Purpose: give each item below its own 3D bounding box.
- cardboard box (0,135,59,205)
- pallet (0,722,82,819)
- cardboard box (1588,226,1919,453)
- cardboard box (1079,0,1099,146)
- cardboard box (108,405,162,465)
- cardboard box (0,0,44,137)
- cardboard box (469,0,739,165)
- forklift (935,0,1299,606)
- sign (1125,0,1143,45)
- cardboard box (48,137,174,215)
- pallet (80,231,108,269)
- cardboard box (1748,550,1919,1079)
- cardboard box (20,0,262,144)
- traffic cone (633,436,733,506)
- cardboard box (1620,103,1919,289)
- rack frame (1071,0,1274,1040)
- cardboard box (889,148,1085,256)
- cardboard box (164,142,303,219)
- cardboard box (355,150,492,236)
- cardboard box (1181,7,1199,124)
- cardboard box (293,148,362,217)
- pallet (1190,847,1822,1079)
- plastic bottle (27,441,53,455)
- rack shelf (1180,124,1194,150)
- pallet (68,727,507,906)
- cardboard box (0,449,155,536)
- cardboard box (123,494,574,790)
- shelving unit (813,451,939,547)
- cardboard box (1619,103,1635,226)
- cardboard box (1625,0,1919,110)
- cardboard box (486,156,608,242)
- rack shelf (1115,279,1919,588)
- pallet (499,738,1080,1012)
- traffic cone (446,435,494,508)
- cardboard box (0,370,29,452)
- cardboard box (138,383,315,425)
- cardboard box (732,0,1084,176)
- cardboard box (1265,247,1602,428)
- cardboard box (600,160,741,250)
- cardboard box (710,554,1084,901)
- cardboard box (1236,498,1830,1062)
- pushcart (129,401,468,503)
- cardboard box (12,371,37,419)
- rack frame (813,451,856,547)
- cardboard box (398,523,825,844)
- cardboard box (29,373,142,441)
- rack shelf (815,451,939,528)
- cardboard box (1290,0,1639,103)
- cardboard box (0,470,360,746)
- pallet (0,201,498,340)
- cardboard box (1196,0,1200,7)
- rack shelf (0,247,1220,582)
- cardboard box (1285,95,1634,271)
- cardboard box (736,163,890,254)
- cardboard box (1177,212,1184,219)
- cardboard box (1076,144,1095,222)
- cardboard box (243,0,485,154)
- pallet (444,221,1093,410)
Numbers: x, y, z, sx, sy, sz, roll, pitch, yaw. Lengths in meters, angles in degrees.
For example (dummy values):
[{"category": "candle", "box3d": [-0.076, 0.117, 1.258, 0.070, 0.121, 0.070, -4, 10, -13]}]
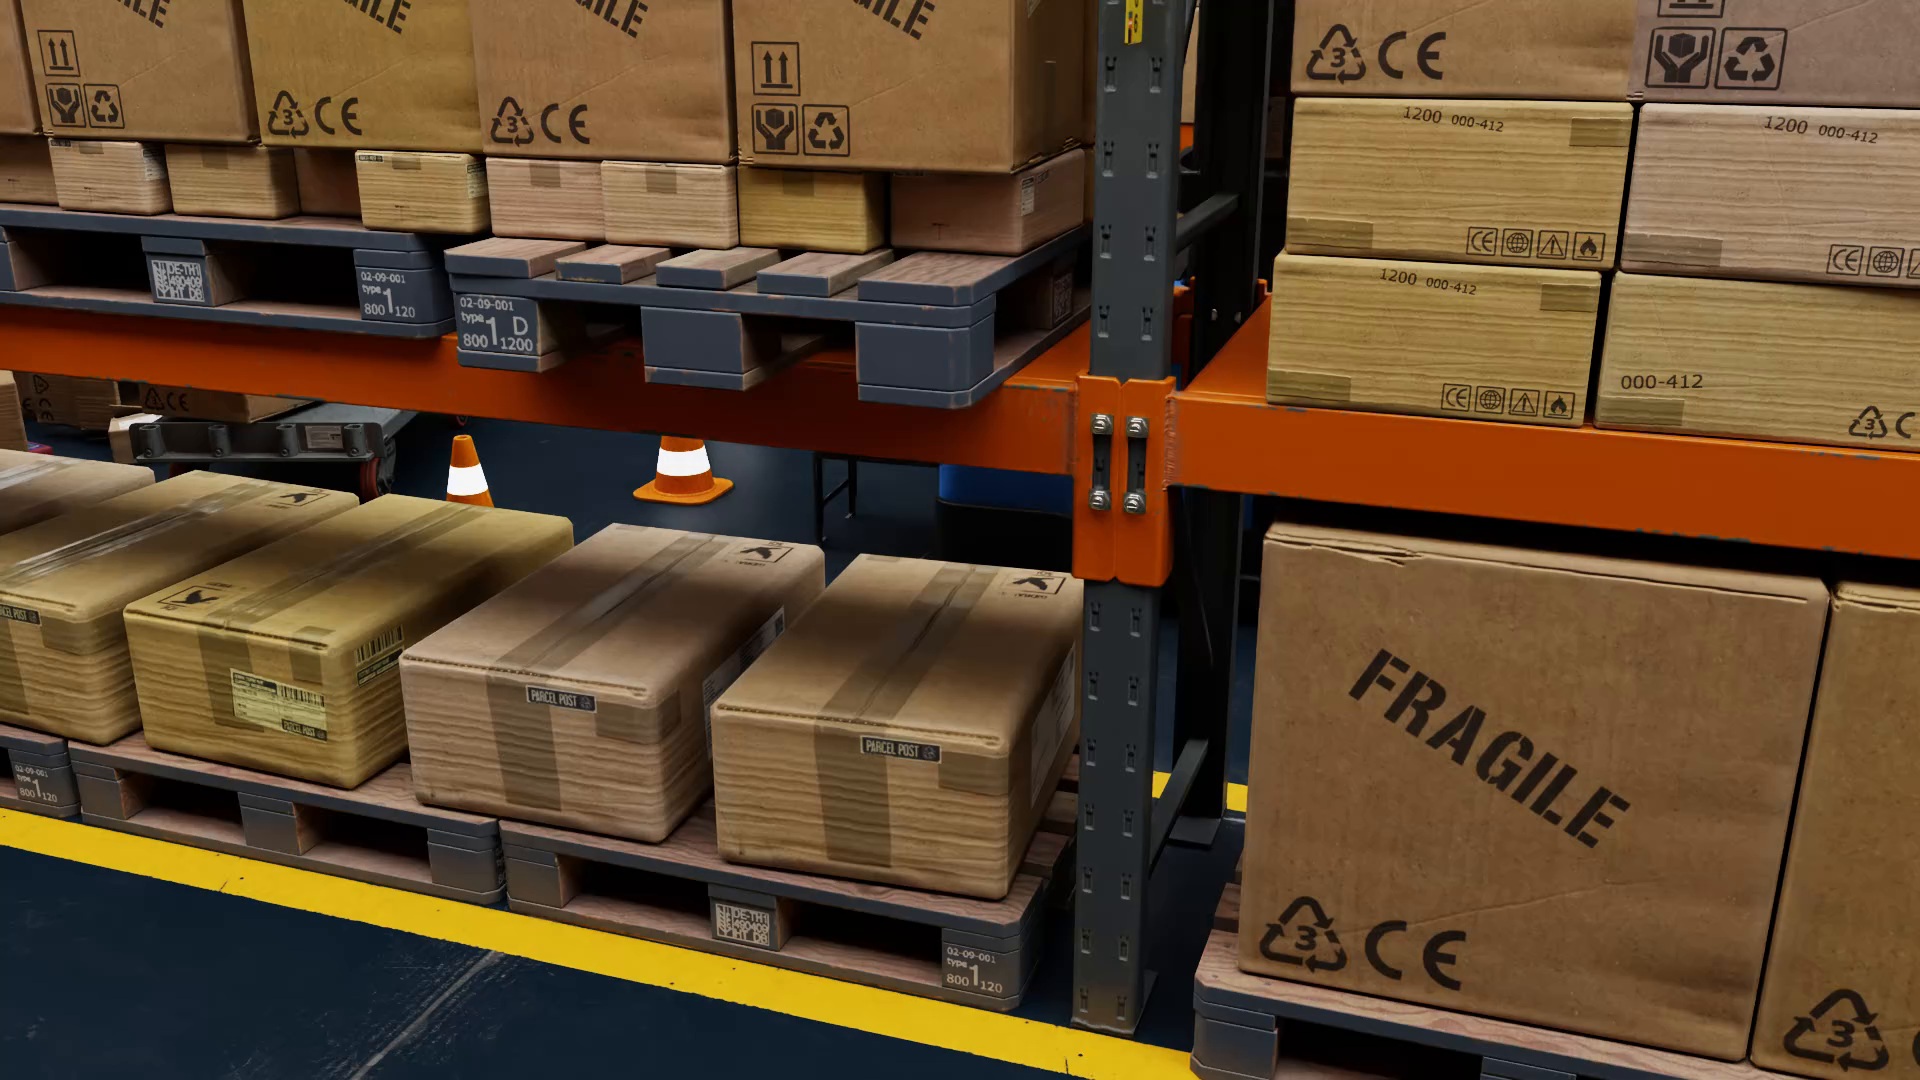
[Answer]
[{"category": "cardboard box", "box3d": [-1.929, -0.847, 3.692, 0.250, 0.149, 0.380, 7, 20, 18]}, {"category": "pallet", "box3d": [-2.599, 0.371, 4.692, 1.213, 0.211, 1.003, 7, 20, 18]}, {"category": "cardboard box", "box3d": [1.314, -0.346, 2.739, 0.500, 0.250, 0.500, 6, 20, 16]}, {"category": "cardboard box", "box3d": [0.094, -1.104, 3.445, 0.500, 0.500, 0.500, 6, 20, 17]}, {"category": "cardboard box", "box3d": [-3.400, -0.494, 7.090, 0.396, 0.266, 0.258, -7, 20, -20]}, {"category": "cardboard box", "box3d": [-2.050, -1.164, 3.617, 0.500, 0.500, 0.500, 6, 20, 18]}, {"category": "cardboard box", "box3d": [-0.569, -0.999, 3.142, 0.500, 0.500, 0.500, 6, 20, 17]}, {"category": "forklift", "box3d": [1.492, -1.245, 5.194, 3.031, 2.935, 1.130, 5, 20, 15]}, {"category": "sign", "box3d": [0.274, -0.937, 2.569, 0.005, 0.325, 0.100, 7, 20, 18]}, {"category": "cardboard box", "box3d": [-1.695, -0.802, 3.564, 0.250, 0.149, 0.380, 7, 21, 20]}, {"category": "pallet", "box3d": [-2.661, -0.811, 4.138, 1.213, 0.211, 1.003, 7, 20, 18]}, {"category": "cardboard box", "box3d": [1.910, 0.405, 2.946, 0.875, 0.875, 0.875, 7, 20, 19]}, {"category": "cardboard box", "box3d": [-1.562, -1.112, 3.468, 0.500, 0.500, 0.500, 6, 20, 16]}, {"category": "traffic cone", "box3d": [-1.102, -0.413, 6.557, 0.334, 0.463, 0.336, 7, 20, 18]}, {"category": "cardboard box", "box3d": [1.329, -0.575, 2.638, 0.500, 0.250, 0.500, 7, 20, 19]}, {"category": "rack frame", "box3d": [0.443, -0.598, 3.234, 0.127, 3.000, 1.000, 7, 20, 18]}, {"category": "cardboard box", "box3d": [0.057, -0.640, 3.098, 0.250, 0.149, 0.380, 7, 21, 20]}, {"category": "cardboard box", "box3d": [-1.433, -0.782, 3.507, 0.250, 0.149, 0.380, 6, 20, 16]}, {"category": "cardboard box", "box3d": [-0.973, -0.714, 3.312, 0.250, 0.149, 0.380, 7, 20, 19]}, {"category": "cardboard box", "box3d": [0.988, -2.214, 7.720, 0.500, 0.500, 0.500, 7, 20, 18]}, {"category": "cardboard box", "box3d": [-1.169, -0.781, 3.502, 0.250, 0.149, 0.380, 7, 20, 18]}, {"category": "pallet", "box3d": [1.163, 0.828, 3.381, 1.213, 0.211, 1.003, 7, 20, 18]}, {"category": "plastic bottle", "box3d": [-3.939, -0.365, 7.030, 0.283, 0.061, 0.133, 10, 22, 27]}, {"category": "rack shelf", "box3d": [0.083, -2.024, 8.419, 4.000, 0.370, 1.077, 7, 20, 18]}, {"category": "pallet", "box3d": [-1.443, 0.502, 4.316, 1.213, 0.211, 1.003, 7, 20, 18]}, {"category": "cardboard box", "box3d": [-2.839, 0.069, 4.676, 0.625, 0.372, 0.950, 7, 20, 19]}, {"category": "cardboard box", "box3d": [-1.501, 0.220, 4.243, 0.625, 0.372, 0.950, 7, 20, 20]}, {"category": "shelving unit", "box3d": [-0.226, -1.006, 5.773, 0.503, 2.100, 0.431, 5, 20, 15]}, {"category": "cardboard box", "box3d": [1.470, -0.735, 3.097, 0.500, 0.250, 0.500, 6, 20, 17]}, {"category": "cardboard box", "box3d": [1.301, -0.937, 2.537, 0.500, 0.500, 0.500, 7, 20, 18]}, {"category": "cardboard box", "box3d": [-0.708, -0.689, 3.239, 0.250, 0.149, 0.380, 6, 20, 15]}, {"category": "rack shelf", "box3d": [2.333, -0.042, 2.732, 4.000, 0.370, 1.077, 7, 20, 18]}, {"category": "pallet", "box3d": [-0.294, 0.634, 3.936, 1.213, 0.211, 1.003, 7, 20, 18]}, {"category": "traffic cone", "box3d": [-1.704, -0.133, 5.755, 0.334, 0.463, 0.336, 7, 20, 18]}, {"category": "cardboard box", "box3d": [-3.901, -0.389, 6.430, 0.500, 0.500, 0.500, -11, 22, -29]}, {"category": "cardboard box", "box3d": [-2.779, -0.764, 6.357, 0.500, 0.500, 0.500, 7, 20, 18]}, {"category": "cardboard box", "box3d": [-0.077, -0.946, 2.992, 0.500, 0.500, 0.500, 6, 20, 16]}, {"category": "cardboard box", "box3d": [0.823, -0.396, 2.882, 0.500, 0.250, 0.500, 6, 20, 17]}, {"category": "cardboard box", "box3d": [-0.473, -0.659, 3.154, 0.250, 0.149, 0.380, 6, 20, 18]}, {"category": "cardboard box", "box3d": [-0.087, 0.381, 3.781, 0.625, 0.372, 0.950, 5, 20, 14]}, {"category": "cardboard box", "box3d": [1.069, 0.308, 3.226, 0.875, 0.875, 0.875, 6, 20, 18]}, {"category": "pushcart", "box3d": [-2.634, -0.506, 6.954, 0.936, 0.377, 1.648, 0, 19, -1]}, {"category": "cardboard box", "box3d": [-4.624, -0.880, 7.838, 0.637, 0.503, 0.797, -7, 20, -20]}, {"category": "rack frame", "box3d": [-0.460, -1.028, 5.836, 0.015, 2.100, 0.400, 5, 20, 15]}, {"category": "cardboard box", "box3d": [-0.787, 0.304, 4.003, 0.625, 0.372, 0.950, 6, 20, 17]}, {"category": "cardboard box", "box3d": [-3.737, -0.846, 7.533, 0.503, 0.637, 0.797, 7, 20, 18]}, {"category": "rack shelf", "box3d": [-0.226, -0.333, 6.008, 0.480, 0.518, 0.431, 5, 20, 15]}, {"category": "cardboard box", "box3d": [0.829, -0.988, 2.682, 0.500, 0.500, 0.500, 6, 20, 16]}, {"category": "cardboard box", "box3d": [-2.159, 0.145, 4.457, 0.625, 0.372, 0.950, 8, 21, 21]}, {"category": "pallet", "box3d": [-1.440, -0.708, 3.842, 1.213, 0.211, 1.003, 7, 20, 18]}, {"category": "cardboard box", "box3d": [1.073, -2.773, 7.803, 0.500, 0.500, 0.700, 6, 20, 17]}, {"category": "rack shelf", "box3d": [-1.446, -0.474, 3.972, 4.000, 0.370, 1.077, 7, 20, 18]}, {"category": "cardboard box", "box3d": [0.841, -0.631, 2.799, 0.500, 0.250, 0.500, 6, 20, 18]}, {"category": "cardboard box", "box3d": [-0.220, -0.646, 3.116, 0.250, 0.149, 0.380, 7, 20, 19]}, {"category": "cardboard box", "box3d": [1.427, -1.377, 8.250, 0.750, 0.750, 1.050, 6, 20, 17]}, {"category": "cardboard box", "box3d": [0.197, -0.770, 3.472, 0.250, 0.149, 0.380, 5, 20, 15]}, {"category": "cardboard box", "box3d": [-1.046, -1.053, 3.298, 0.500, 0.500, 0.500, 5, 20, 14]}, {"category": "pallet", "box3d": [-0.265, -0.551, 3.391, 1.003, 0.211, 1.213, 7, 20, 18]}]
